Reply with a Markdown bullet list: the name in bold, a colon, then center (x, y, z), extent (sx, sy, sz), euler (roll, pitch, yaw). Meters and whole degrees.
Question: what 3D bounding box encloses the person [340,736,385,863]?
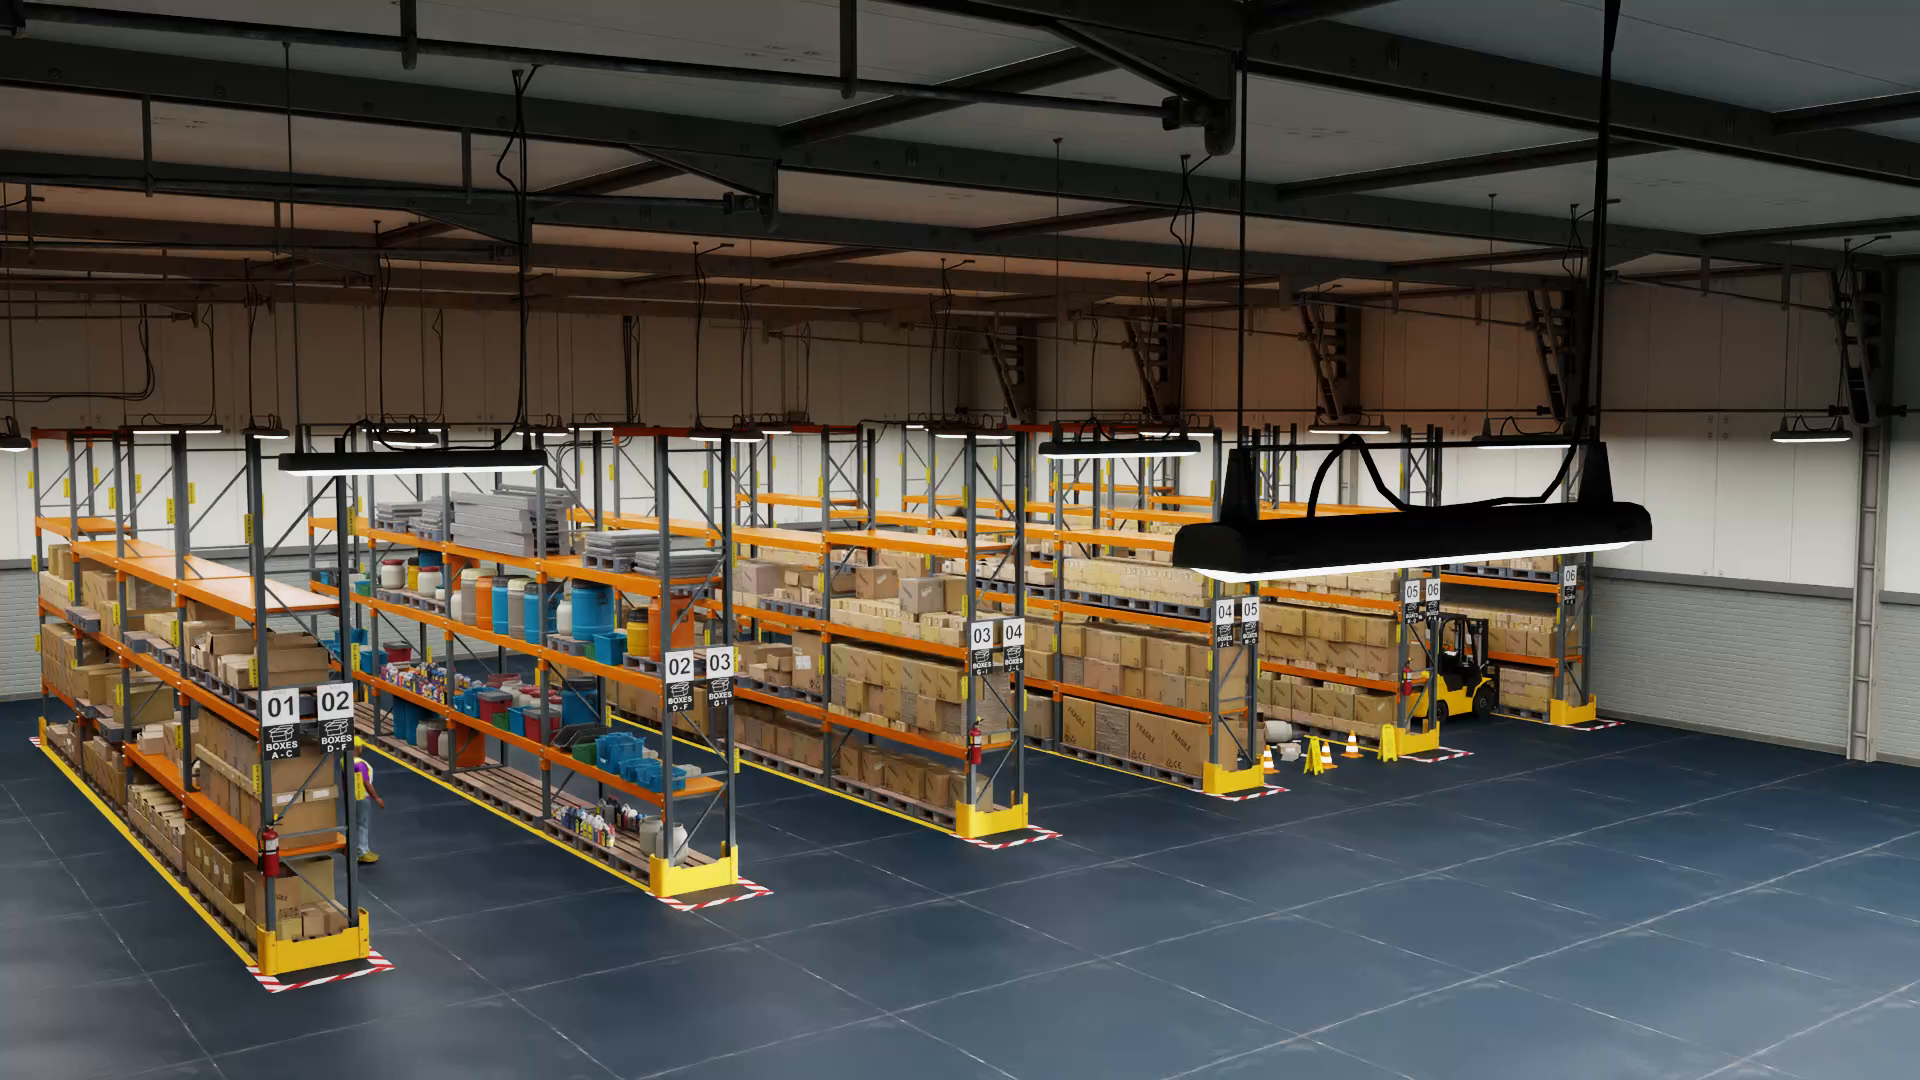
- **person**: center (-8.376, 3.627, 23.336), extent (0.583, 1.800, 0.653), euler (-2, 5, -19)
